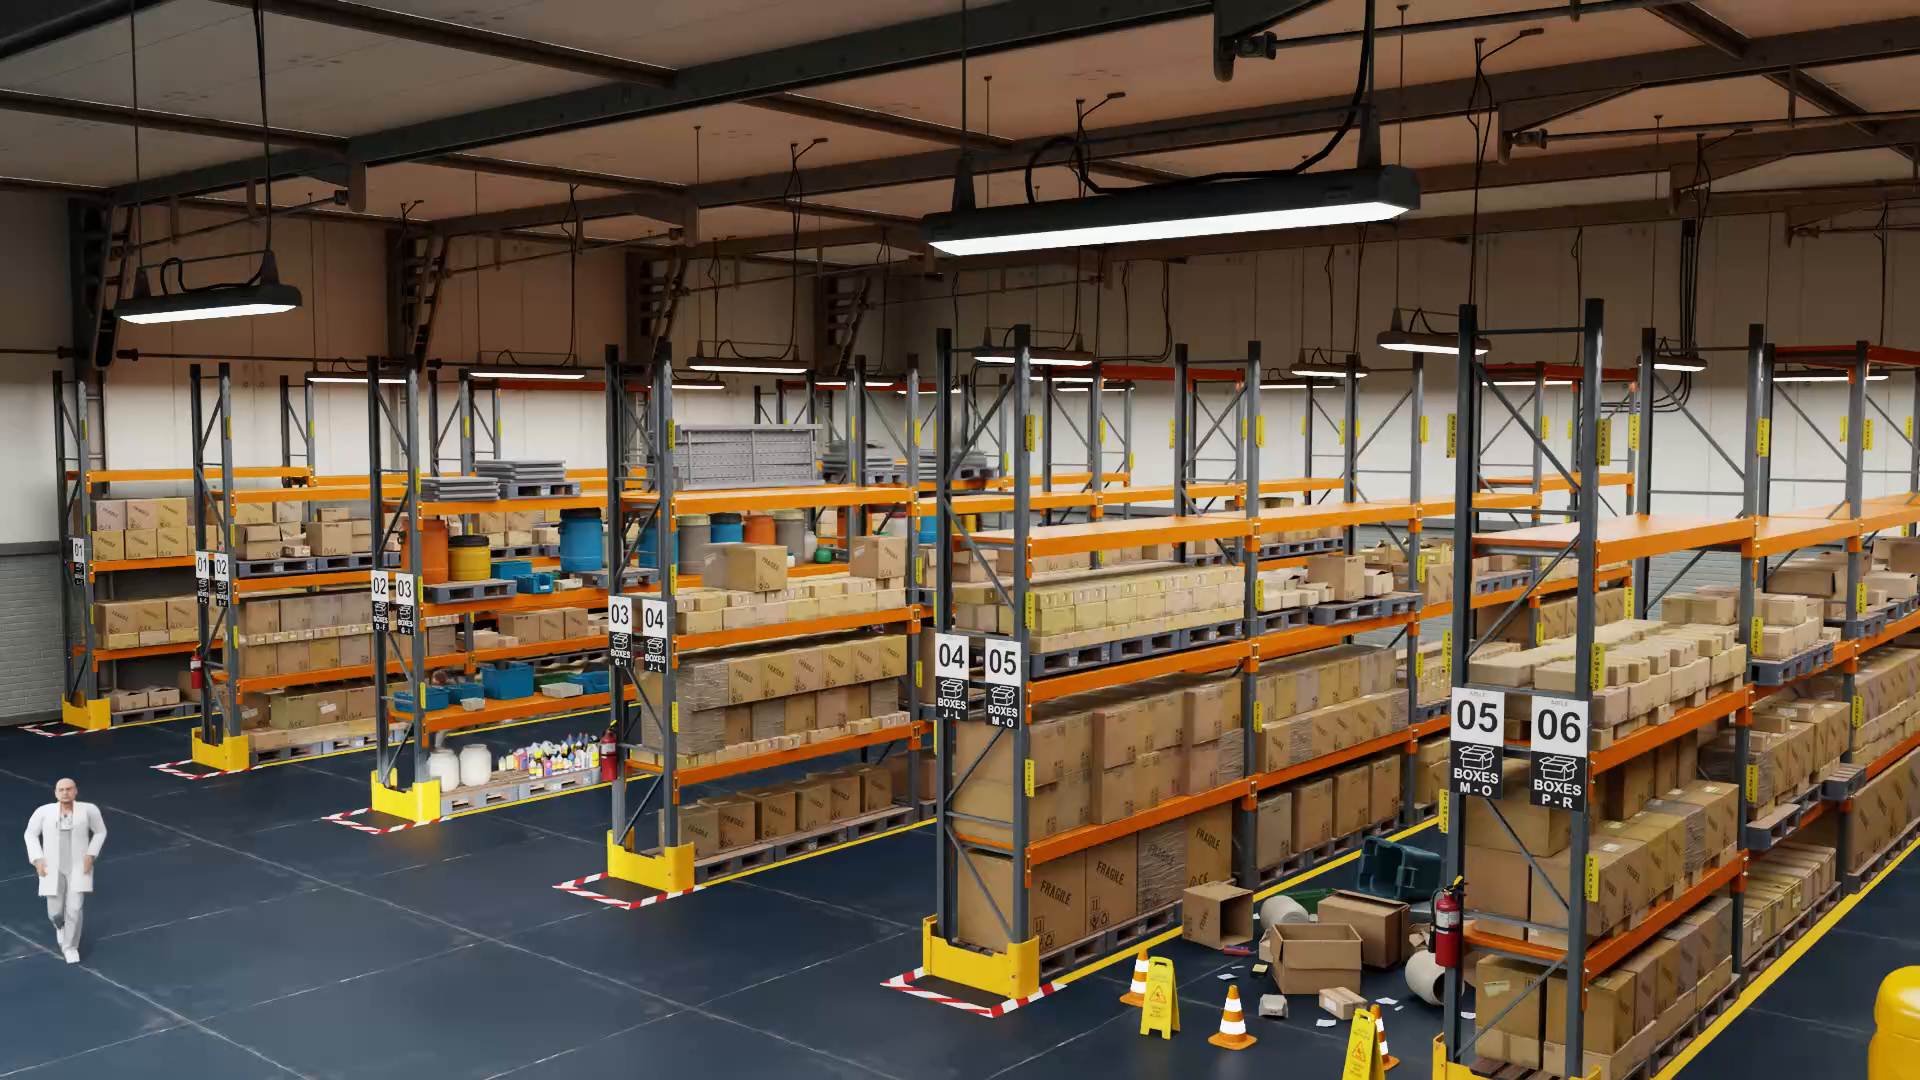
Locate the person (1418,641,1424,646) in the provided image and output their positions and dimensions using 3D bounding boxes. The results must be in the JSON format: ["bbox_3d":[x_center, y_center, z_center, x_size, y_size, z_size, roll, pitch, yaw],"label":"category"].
[{"bbox_3d":[7.241,2.437,26.126,0.792,1.721,0.656,-4,6,-43],"label":"person"}]

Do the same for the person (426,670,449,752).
[{"bbox_3d":[-7.565,2.651,23.987,0.522,1.559,0.549,3,5,35],"label":"person"}]

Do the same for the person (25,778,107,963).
[{"bbox_3d":[-8.590,3.146,15.996,0.703,1.743,0.630,-2,5,-25],"label":"person"}]
